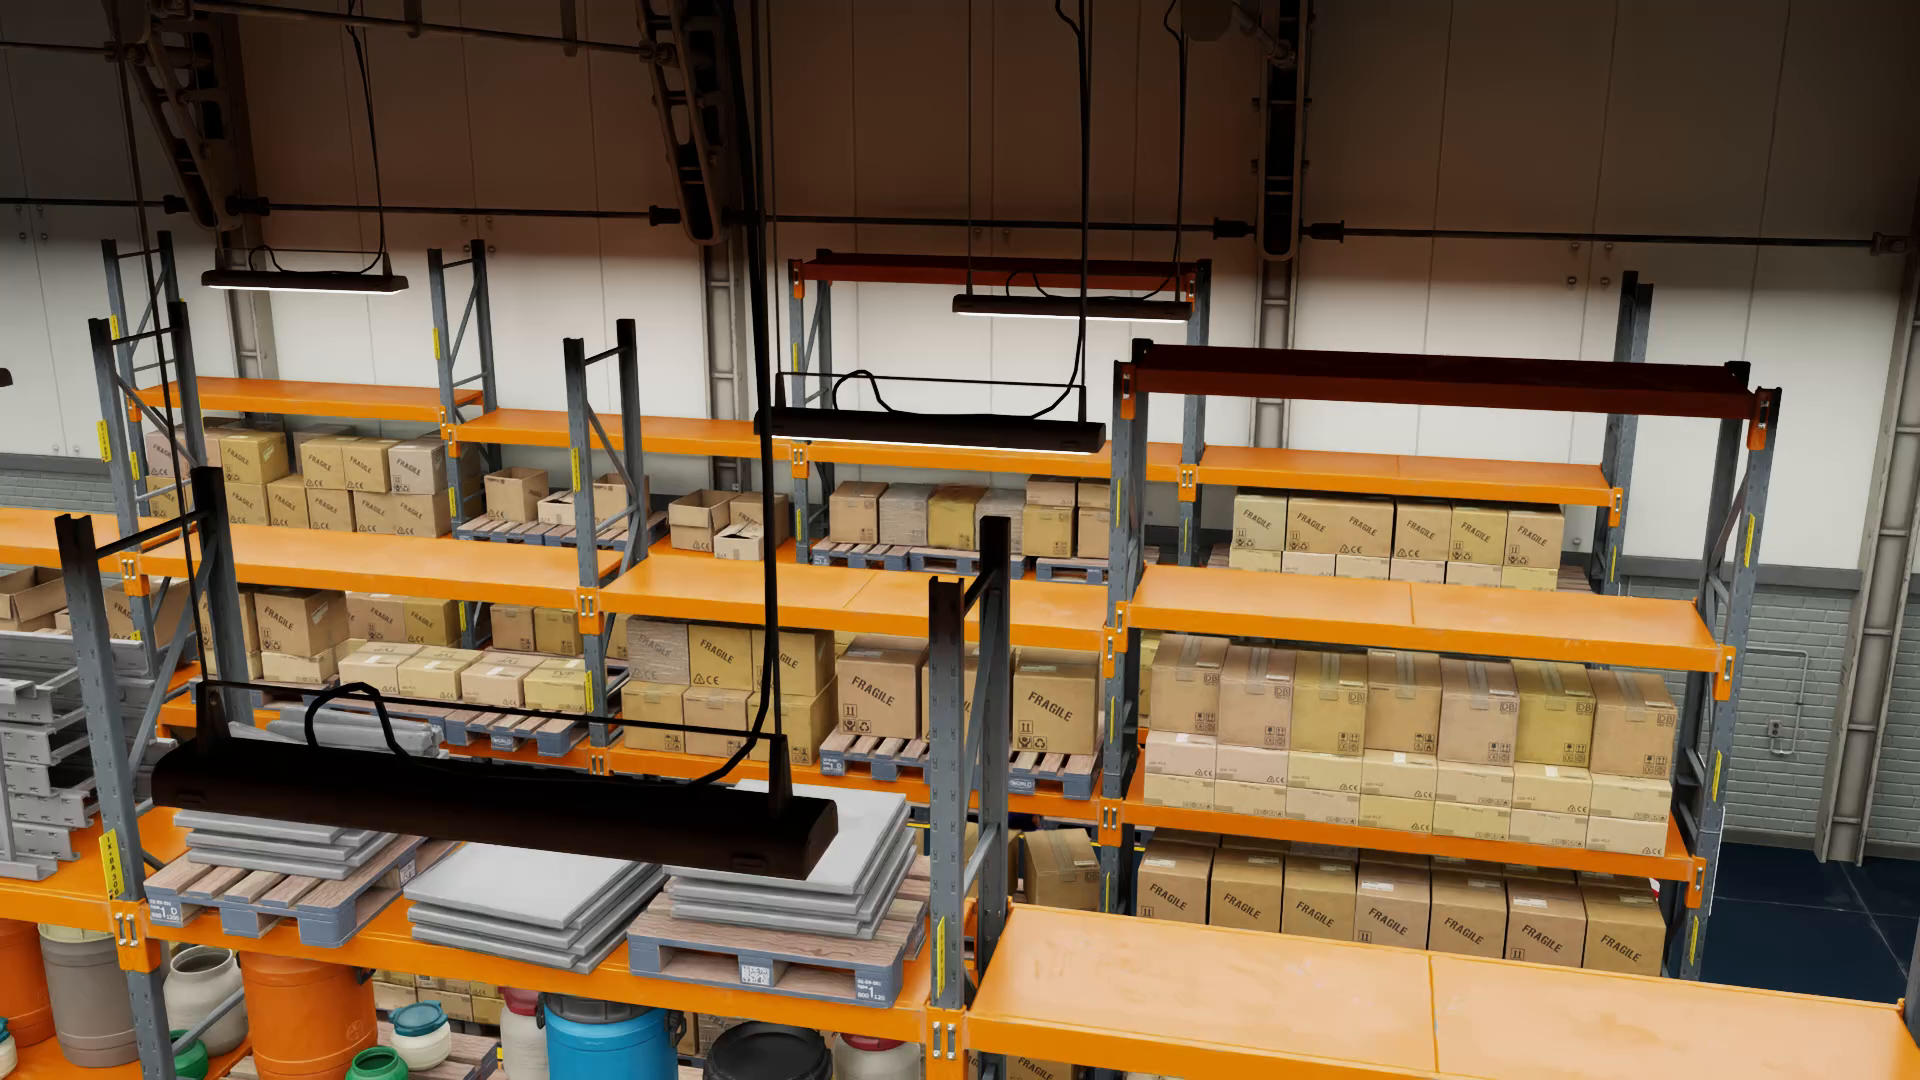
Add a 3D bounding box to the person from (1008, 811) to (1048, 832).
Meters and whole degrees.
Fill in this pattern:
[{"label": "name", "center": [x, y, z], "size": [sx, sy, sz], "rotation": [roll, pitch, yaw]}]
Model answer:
[{"label": "person", "center": [0.675, 2.541, 16.299], "size": [0.981, 1.432, 0.491], "rotation": [1, 16, 3]}]
